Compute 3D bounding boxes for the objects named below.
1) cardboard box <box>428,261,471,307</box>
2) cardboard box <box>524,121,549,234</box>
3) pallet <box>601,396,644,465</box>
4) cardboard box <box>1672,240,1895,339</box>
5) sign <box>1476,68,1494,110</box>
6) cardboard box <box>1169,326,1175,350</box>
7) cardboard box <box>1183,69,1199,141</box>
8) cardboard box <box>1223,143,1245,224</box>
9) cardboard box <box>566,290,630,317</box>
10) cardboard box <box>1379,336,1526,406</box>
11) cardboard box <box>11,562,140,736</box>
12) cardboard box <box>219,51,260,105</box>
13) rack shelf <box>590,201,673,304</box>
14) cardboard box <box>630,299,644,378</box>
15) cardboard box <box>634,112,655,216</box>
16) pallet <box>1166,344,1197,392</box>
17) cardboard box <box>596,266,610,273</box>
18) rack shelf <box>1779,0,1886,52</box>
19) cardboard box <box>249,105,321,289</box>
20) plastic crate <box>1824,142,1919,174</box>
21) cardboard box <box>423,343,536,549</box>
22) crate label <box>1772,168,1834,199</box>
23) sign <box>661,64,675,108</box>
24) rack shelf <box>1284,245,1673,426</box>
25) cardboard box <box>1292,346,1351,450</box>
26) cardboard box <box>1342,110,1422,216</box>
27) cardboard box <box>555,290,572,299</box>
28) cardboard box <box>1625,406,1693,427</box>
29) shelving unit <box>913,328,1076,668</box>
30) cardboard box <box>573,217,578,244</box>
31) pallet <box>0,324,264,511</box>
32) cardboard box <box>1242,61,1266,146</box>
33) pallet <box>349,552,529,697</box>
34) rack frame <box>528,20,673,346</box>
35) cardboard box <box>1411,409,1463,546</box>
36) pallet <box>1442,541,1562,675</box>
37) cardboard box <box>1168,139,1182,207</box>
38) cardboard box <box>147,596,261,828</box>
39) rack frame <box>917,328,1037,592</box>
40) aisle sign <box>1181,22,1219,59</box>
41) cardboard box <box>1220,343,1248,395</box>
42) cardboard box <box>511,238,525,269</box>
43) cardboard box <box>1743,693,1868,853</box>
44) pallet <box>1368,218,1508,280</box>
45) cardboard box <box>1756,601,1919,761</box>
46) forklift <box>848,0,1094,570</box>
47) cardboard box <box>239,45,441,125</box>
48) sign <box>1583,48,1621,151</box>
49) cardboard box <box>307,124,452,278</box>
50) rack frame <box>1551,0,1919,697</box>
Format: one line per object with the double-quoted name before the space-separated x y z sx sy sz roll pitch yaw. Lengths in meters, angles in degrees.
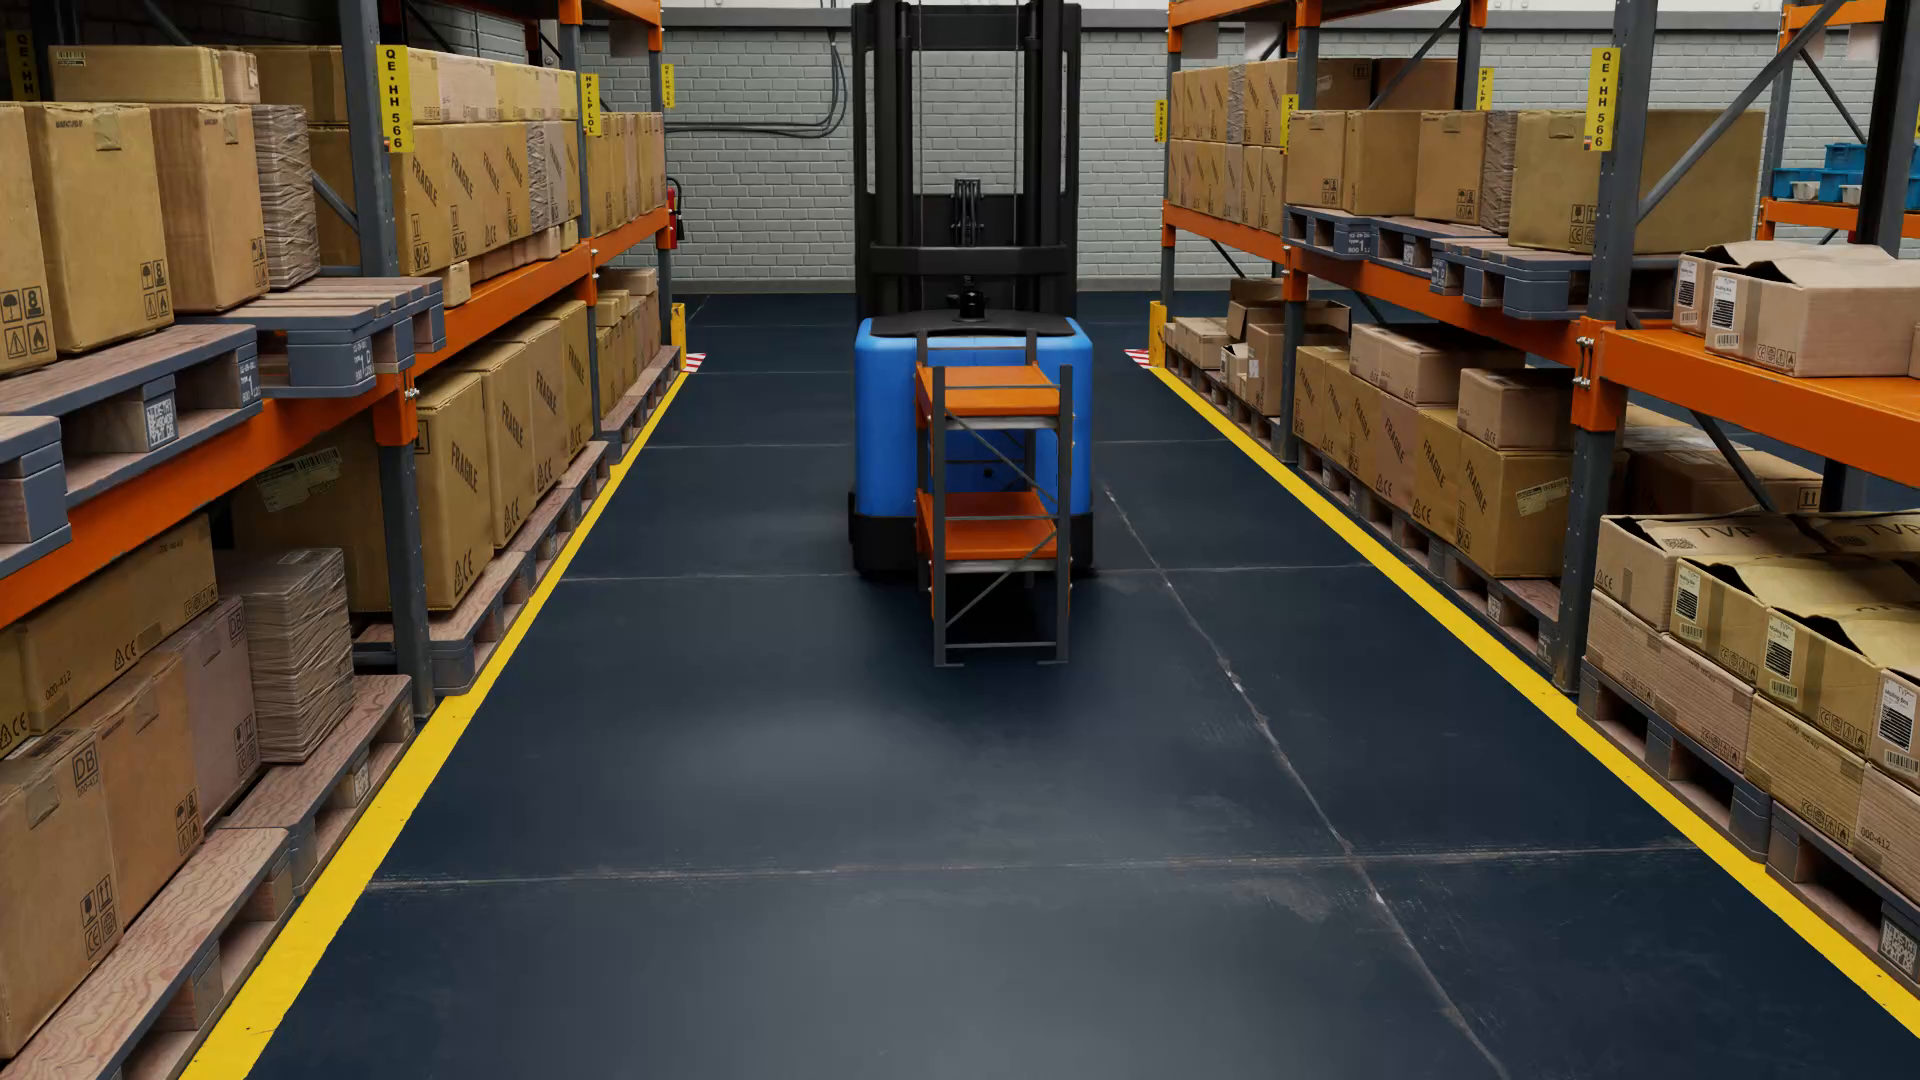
"cardboard box" -2.037 -0.949 6.160 0.380 0.149 0.250 0 14 -2
"cardboard box" -2.213 -1.680 7.697 0.500 0.500 0.500 -1 14 -3
"pallet" -2.526 -0.680 10.246 1.003 0.211 1.213 -1 14 -3
"cardboard box" 2.614 -0.789 5.251 0.500 0.311 0.500 0 14 0
"sign" 2.941 -2.488 9.353 0.100 0.325 0.005 -1 14 -3
"cardboard box" 1.838 -1.582 12.958 0.380 0.166 0.250 -1 14 -3
"cardboard box" 1.944 -3.201 12.240 0.500 0.500 0.500 -1 14 -3
"cardboard box" 2.033 -2.342 10.910 0.500 0.500 0.500 -1 14 -2
"cardboard box" -2.372 -1.553 10.913 0.380 0.149 0.250 -1 14 -5
"cardboard box" 2.267 -0.786 7.690 0.500 0.250 0.500 -1 14 -4
"cardboard box" -2.203 0.238 3.712 0.500 0.250 0.500 -1 14 -4
"cardboard box" -2.258 -1.336 4.813 0.380 0.149 0.250 -3 15 -11
"rack shelf" -2.681 -1.989 11.182 1.077 0.370 4.000 -1 14 -3
"cardboard box" -2.599 -1.406 11.644 0.700 0.500 0.500 -1 14 -5
"cardboard box" -2.707 -2.673 11.793 0.980 0.700 0.700 -1 14 -4
"pallet" 2.194 -1.345 12.830 1.003 0.211 1.213 -1 14 -3
"cardboard box" -2.869 -1.998 12.642 0.380 0.149 0.250 -1 14 -3
"rack shelf" 7.207 -3.595 11.403 1.077 0.370 4.000 -1 14 -3
"cardboard box" -2.270 -0.990 4.772 0.700 0.500 0.500 -3 15 -10
"plastic crate" 7.291 -2.954 13.296 0.616 0.435 0.499 -1 14 -3
"cardboard box" -2.272 -0.411 7.074 0.750 0.750 0.750 -1 14 -4
"crate label" 6.770 -2.870 13.375 0.416 0.233 0.303 -1 14 -3
"sign" -2.262 -3.516 12.871 0.100 0.325 0.005 -1 14 -3
"rack shelf" 2.511 -1.072 7.616 1.077 0.370 4.000 -1 14 -3
"cardboard box" 2.174 -0.796 9.234 0.500 0.500 0.500 -2 15 -6
"cardboard box" 2.299 -1.878 8.263 0.700 0.500 0.500 1 14 5
"cardboard box" -2.756 -1.555 10.923 0.380 0.149 0.250 -1 14 -3
"cardboard box" 2.828 -0.298 7.298 0.500 0.500 0.500 -1 14 -4
"shelving unit" 0.111 -0.204 6.563 0.538 1.125 1.048 -1 14 -5
"cardboard box" -2.253 -1.649 8.878 0.380 0.149 0.250 -1 14 -3
"pallet" -2.145 -0.261 3.406 1.003 0.211 1.213 -1 14 -3
"cardboard box" 2.063 -2.700 10.291 0.500 0.500 0.500 -1 14 -5
"pallet" -2.283 0.308 6.407 1.003 0.211 1.213 -1 14 -3
"rack frame" -2.805 -2.835 13.026 1.000 3.000 0.127 -1 14 -3
"cardboard box" 2.311 -0.283 7.240 0.500 0.500 0.500 -1 14 -5
"pallet" 2.626 0.241 6.665 1.003 0.211 1.213 -1 14 -3
"cardboard box" 1.904 -2.847 12.869 0.500 0.500 0.500 -1 14 -2
"cardboard box" -2.296 0.460 4.352 0.700 0.500 0.500 -1 14 -4
"rack frame" 0.070 -0.331 7.054 0.500 1.125 0.032 -1 14 -5
"aisle sign" 1.842 -4.184 13.051 0.394 0.787 0.004 -1 14 -3
"cardboard box" 2.022 -1.152 10.999 0.500 0.311 0.500 -1 14 -3
"cardboard box" -2.218 -1.332 7.648 0.380 0.149 0.250 -1 14 -5
"cardboard box" 2.445 0.594 4.372 0.500 0.250 0.500 -1 14 -5
"pallet" 2.510 -1.314 7.497 1.003 0.211 1.213 -1 14 -3
"cardboard box" 2.445 0.326 4.290 0.500 0.311 0.500 -1 14 -5
"forklift" 0.022 -1.598 8.356 1.130 2.935 3.031 0 14 -2
"cardboard box" -2.082 -1.535 5.629 0.500 0.250 0.500 -1 14 -2
"sign" 2.094 -1.435 5.418 0.100 0.325 0.005 -1 14 -3
"cardboard box" -2.084 -1.172 5.726 0.500 0.500 0.500 0 14 -2
"rack frame" 2.635 -0.923 5.594 1.000 3.000 0.127 -1 14 -3
